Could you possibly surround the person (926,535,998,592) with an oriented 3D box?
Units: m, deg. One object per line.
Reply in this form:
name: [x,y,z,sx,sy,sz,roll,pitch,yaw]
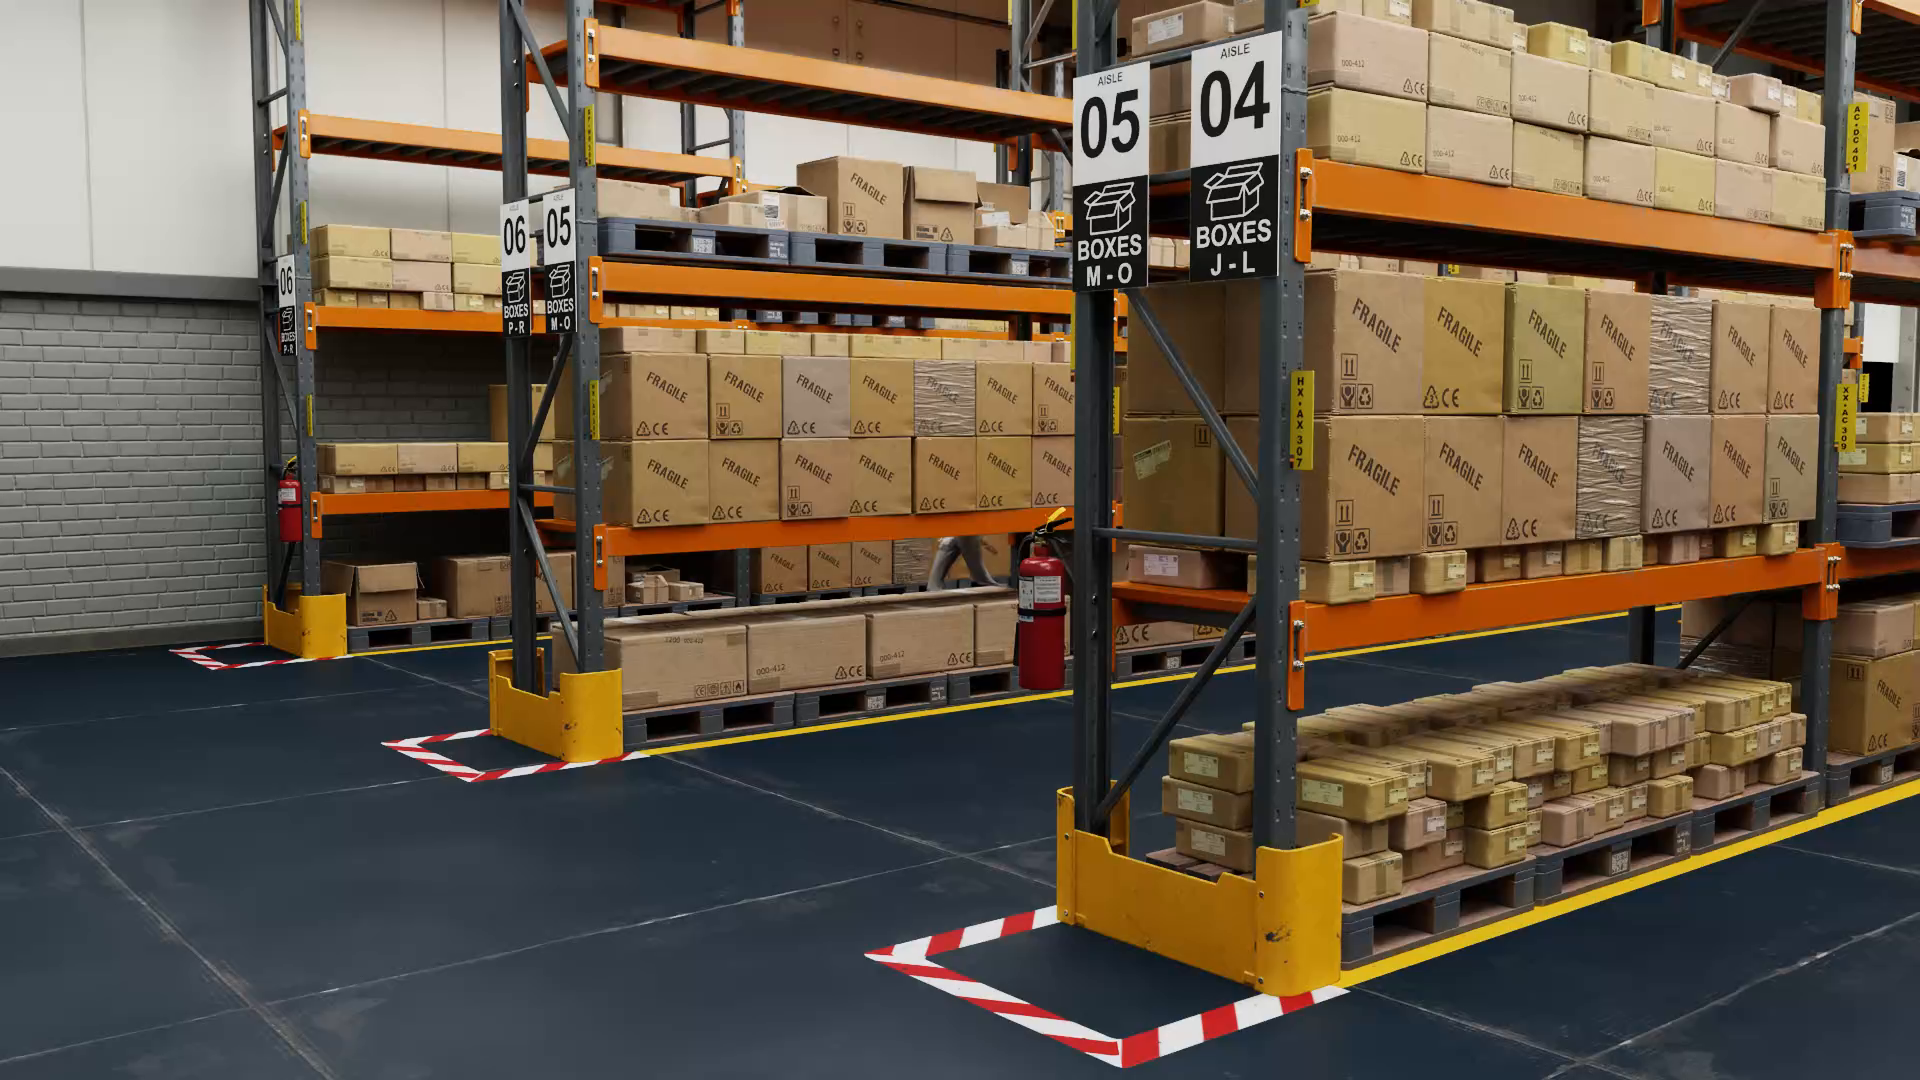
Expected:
person: [-0.034,-0.046,14.982,1.020,1.621,0.496,-2,5,-24]
